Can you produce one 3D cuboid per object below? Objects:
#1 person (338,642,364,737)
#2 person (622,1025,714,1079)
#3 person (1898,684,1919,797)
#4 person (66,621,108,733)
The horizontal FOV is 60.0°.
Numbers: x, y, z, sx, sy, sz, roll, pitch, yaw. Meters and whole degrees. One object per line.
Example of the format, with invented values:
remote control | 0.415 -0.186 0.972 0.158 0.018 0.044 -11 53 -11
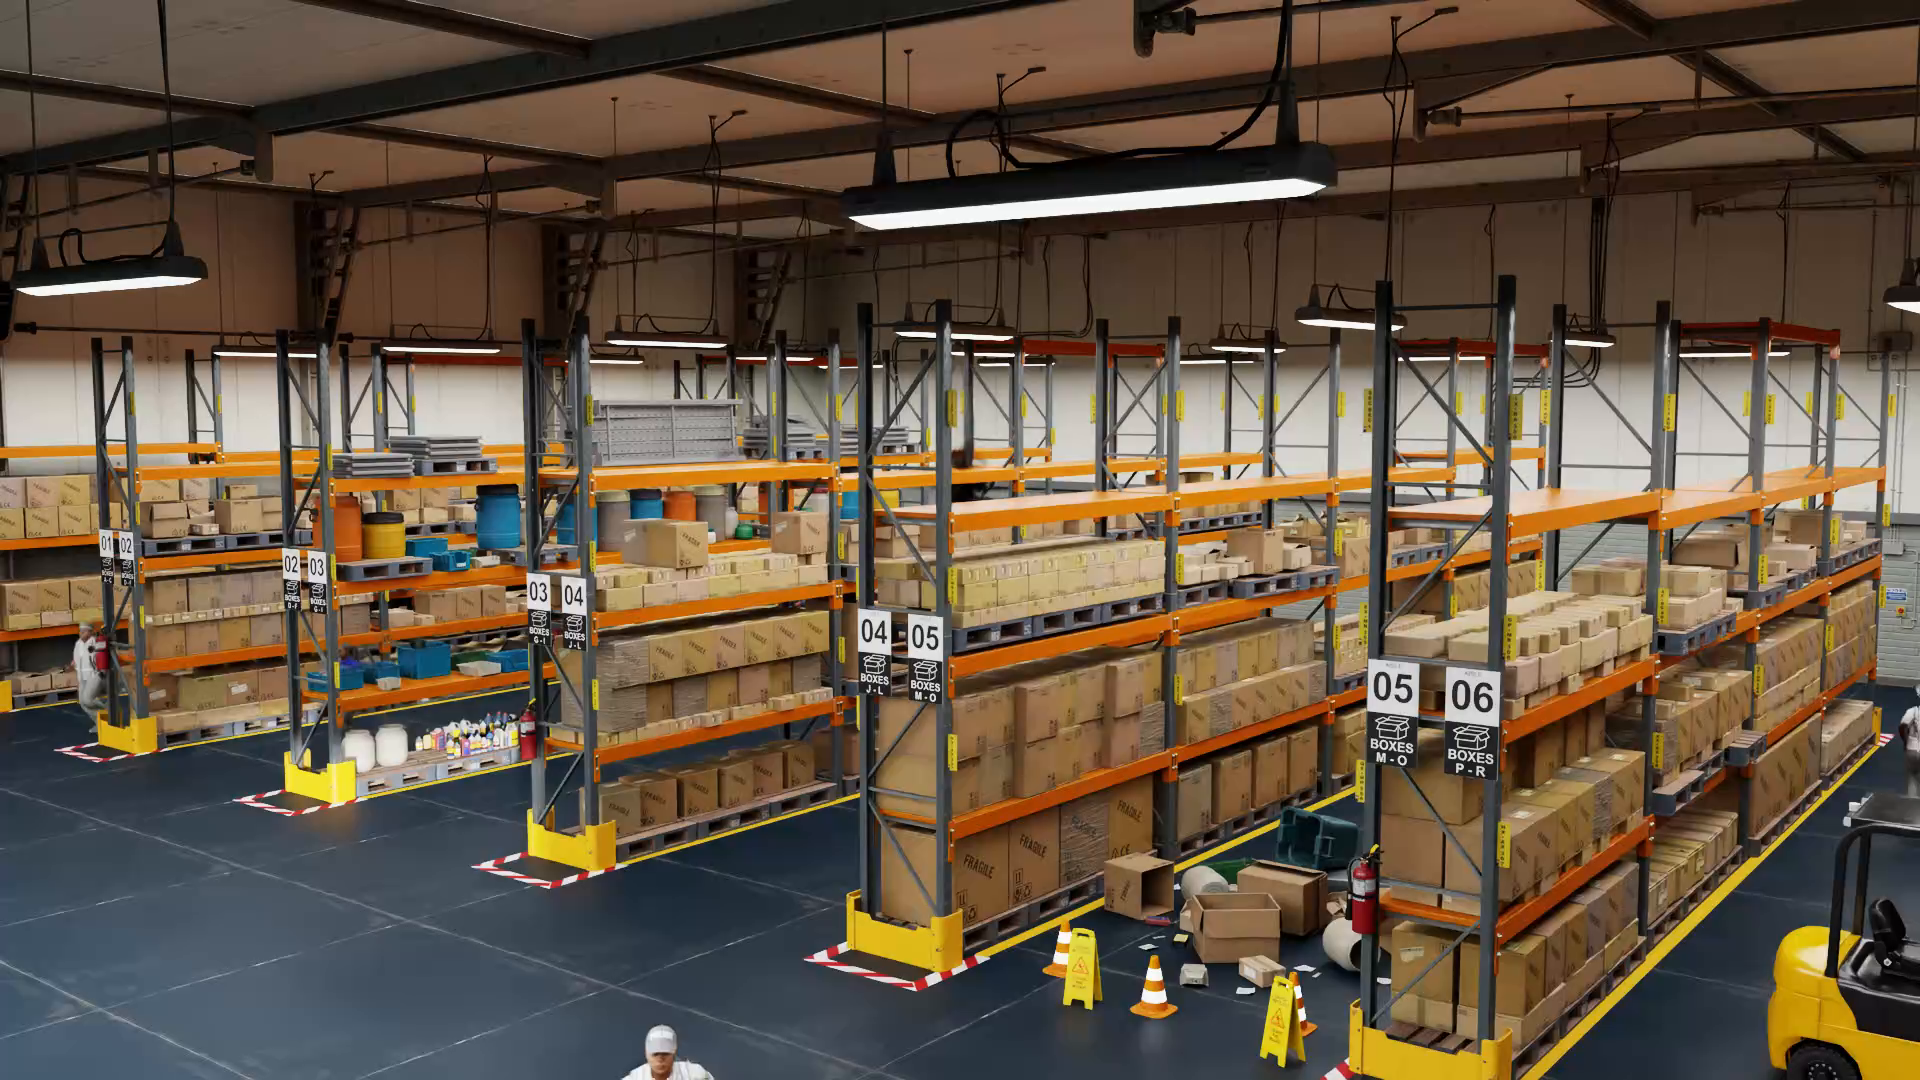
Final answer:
person | -8.723 2.307 23.685 0.592 1.673 0.684 5 7 42
person | -1.655 3.524 9.268 0.631 1.717 0.809 -1 5 -8
person | 11.589 2.590 20.022 0.555 1.741 0.686 3 6 29
person | -13.321 2.093 25.427 0.669 1.728 0.611 2 5 17
